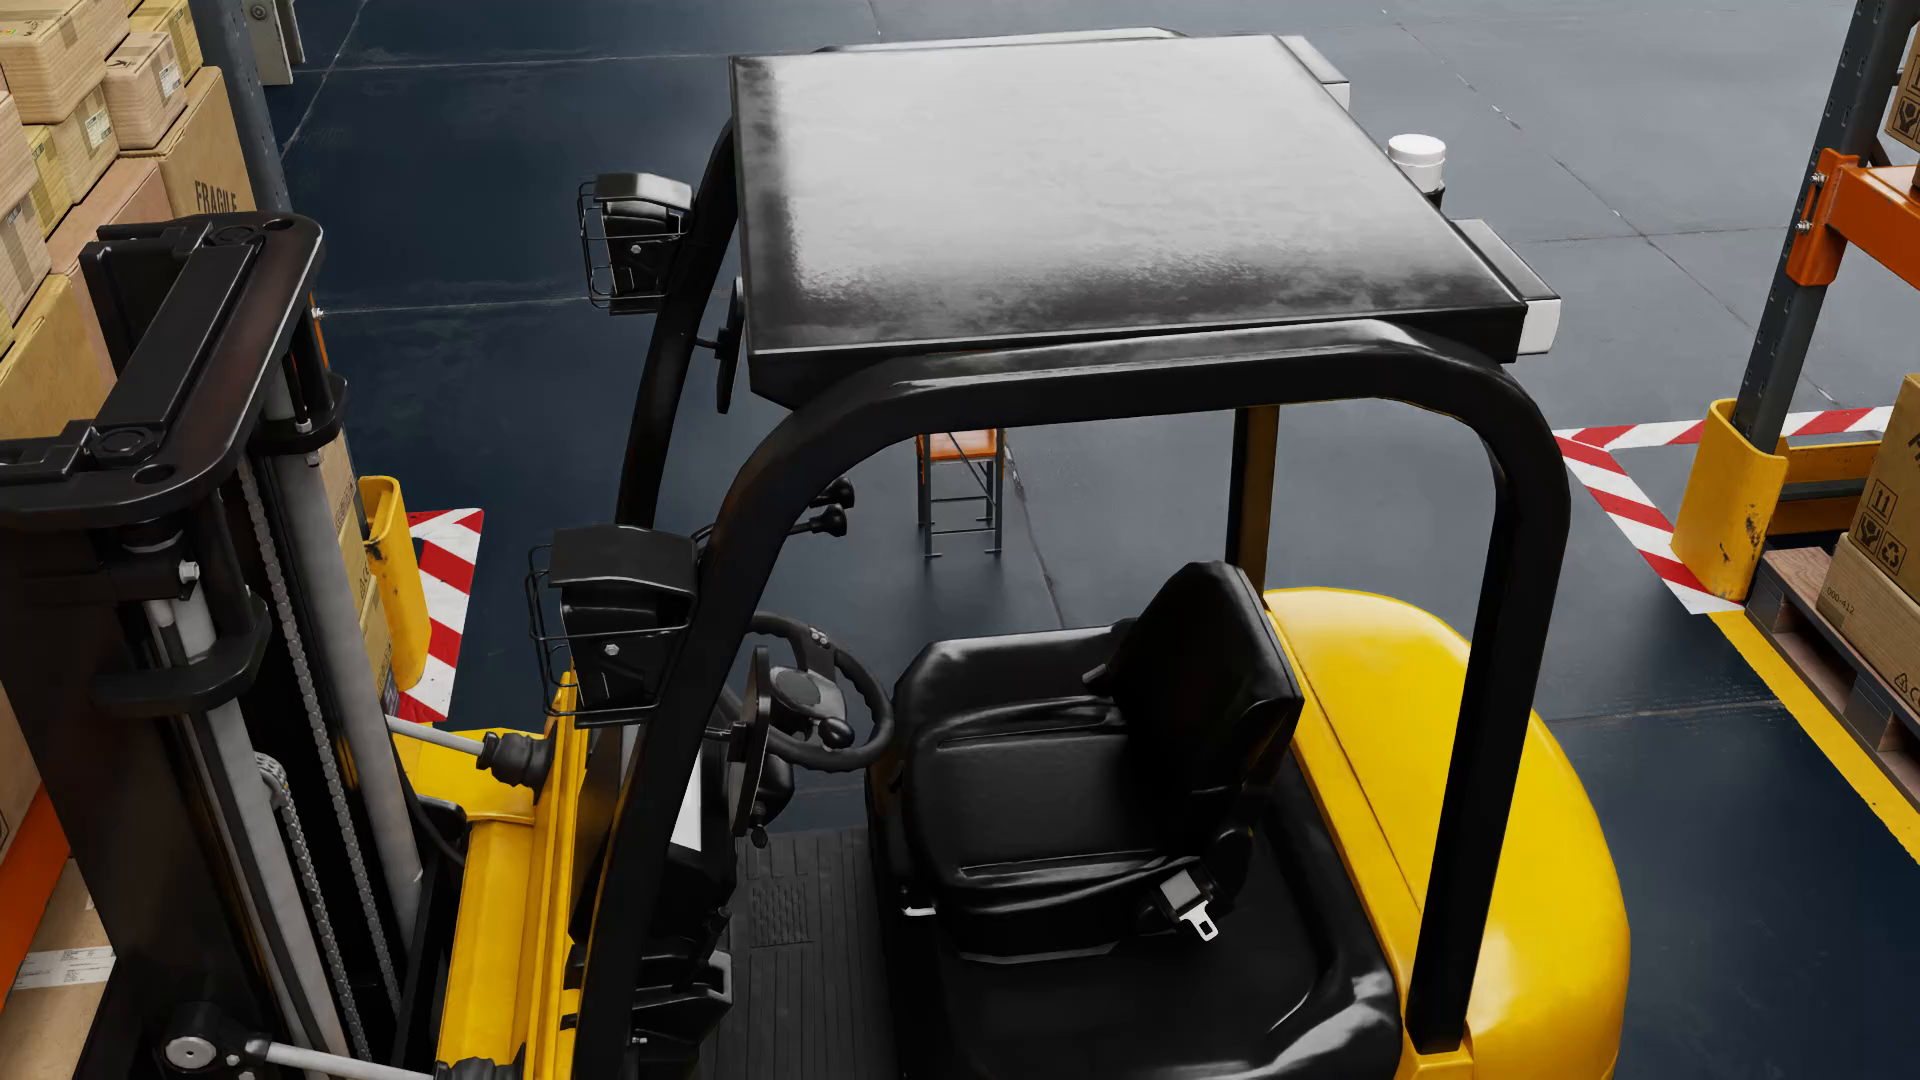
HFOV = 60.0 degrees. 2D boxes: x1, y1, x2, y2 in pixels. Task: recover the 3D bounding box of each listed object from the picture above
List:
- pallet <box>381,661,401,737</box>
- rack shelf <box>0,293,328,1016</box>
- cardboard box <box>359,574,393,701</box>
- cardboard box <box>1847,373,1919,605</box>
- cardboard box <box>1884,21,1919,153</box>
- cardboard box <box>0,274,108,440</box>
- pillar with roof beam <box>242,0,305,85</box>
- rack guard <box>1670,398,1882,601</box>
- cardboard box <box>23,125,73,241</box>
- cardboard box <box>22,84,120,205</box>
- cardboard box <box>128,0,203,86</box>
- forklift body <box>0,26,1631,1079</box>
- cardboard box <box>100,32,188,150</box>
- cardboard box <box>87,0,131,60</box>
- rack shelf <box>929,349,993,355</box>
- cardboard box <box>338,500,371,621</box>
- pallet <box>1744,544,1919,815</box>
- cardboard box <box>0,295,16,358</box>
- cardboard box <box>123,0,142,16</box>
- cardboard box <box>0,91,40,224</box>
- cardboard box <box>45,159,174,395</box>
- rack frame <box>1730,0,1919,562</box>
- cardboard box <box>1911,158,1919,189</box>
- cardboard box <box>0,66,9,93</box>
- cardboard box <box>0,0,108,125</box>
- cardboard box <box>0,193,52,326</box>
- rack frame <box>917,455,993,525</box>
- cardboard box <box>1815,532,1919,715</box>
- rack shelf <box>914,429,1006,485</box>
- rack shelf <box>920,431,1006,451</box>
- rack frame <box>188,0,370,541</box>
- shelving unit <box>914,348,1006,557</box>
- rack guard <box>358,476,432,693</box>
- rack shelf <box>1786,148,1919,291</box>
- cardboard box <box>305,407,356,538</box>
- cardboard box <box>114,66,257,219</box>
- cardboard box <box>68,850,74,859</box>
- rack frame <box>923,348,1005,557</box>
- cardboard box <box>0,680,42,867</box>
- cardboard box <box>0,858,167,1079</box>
[{"bbox_3d":[-1.962,0.720,4.006,1.003,0.211,1.213,-4,35,-6],"label":"pallet"},{"bbox_3d":[-1.837,0.557,2.407,1.077,0.370,4.000,-4,35,-6],"label":"rack shelf"},{"bbox_3d":[-1.730,0.345,4.149,0.500,0.250,0.500,-4,34,-6],"label":"cardboard box"},{"bbox_3d":[2.650,-0.097,4.131,0.500,0.500,0.500,-5,35,-8],"label":"cardboard box"},{"bbox_3d":[2.601,-1.113,3.866,0.500,0.500,0.500,-5,35,-7],"label":"cardboard box"},{"bbox_3d":[-1.650,-0.066,2.595,0.500,0.500,0.500,-5,35,-7],"label":"cardboard box"},{"bbox_3d":[0.553,-6.552,6.874,9.100,9.000,0.400,-4,35,-6],"label":"pillar with roof beam"},{"bbox_3d":[2.822,-0.159,5.039,1.175,0.500,0.348,-4,35,-6],"label":"rack guard"},{"bbox_3d":[-1.722,-0.564,2.749,0.380,0.149,0.250,-5,35,-7],"label":"cardboard box"},{"bbox_3d":[-1.744,-0.703,2.954,0.380,0.149,0.250,-4,34,-5],"label":"cardboard box"},{"bbox_3d":[-1.782,-0.993,3.379,0.380,0.149,0.250,-4,34,-6],"label":"cardboard box"},{"bbox_3d":[-0.043,0.415,2.731,2.313,2.155,1.214,-4,35,-6],"label":"forklift body"},{"bbox_3d":[-1.718,-0.853,3.173,0.380,0.149,0.250,-4,34,-6],"label":"cardboard box"},{"bbox_3d":[-1.785,-0.969,3.079,0.380,0.149,0.250,-4,35,-6],"label":"cardboard box"},{"bbox_3d":[-0.002,-0.566,4.881,0.258,0.103,0.180,-4,35,-6],"label":"rack shelf"},{"bbox_3d":[-1.731,0.148,3.994,0.500,0.250,0.500,-5,35,-7],"label":"cardboard box"},{"bbox_3d":[2.896,0.417,4.451,1.003,0.211,1.213,-4,35,-6],"label":"pallet"},{"bbox_3d":[-1.585,-0.279,2.331,0.380,0.149,0.250,-4,34,-6],"label":"cardboard box"},{"bbox_3d":[-1.849,-1.104,3.278,0.380,0.149,0.250,-4,35,-6],"label":"cardboard box"},{"bbox_3d":[-1.618,-0.544,2.455,0.380,0.149,0.250,-4,34,-5],"label":"cardboard box"},{"bbox_3d":[-1.719,-0.352,3.015,0.500,0.500,0.500,-3,34,-5],"label":"cardboard box"},{"bbox_3d":[2.812,-1.234,4.397,1.000,3.000,0.127,-4,35,-6],"label":"rack frame"},{"bbox_3d":[2.653,-0.925,4.167,0.380,0.149,0.250,-4,35,-6],"label":"cardboard box"},{"bbox_3d":[-1.763,-0.681,2.656,0.380,0.149,0.250,-4,34,-6],"label":"cardboard box"},{"bbox_3d":[-1.723,-0.825,2.868,0.380,0.149,0.250,-4,34,-5],"label":"cardboard box"},{"bbox_3d":[-1.639,-0.419,2.536,0.380,0.149,0.250,-5,35,-8],"label":"cardboard box"},{"bbox_3d":[-0.014,-0.555,4.999,0.240,1.200,0.006,-4,35,-6],"label":"rack frame"},{"bbox_3d":[2.646,0.200,4.362,0.500,0.250,0.500,-5,35,-7],"label":"cardboard box"},{"bbox_3d":[-0.002,-0.269,5.084,0.258,0.103,0.180,-4,35,-6],"label":"rack shelf"},{"bbox_3d":[-0.002,-0.368,5.017,0.258,0.103,0.180,-4,35,-6],"label":"rack shelf"},{"bbox_3d":[-2.106,-0.856,3.842,1.000,3.000,0.127,-4,35,-6],"label":"rack frame"},{"bbox_3d":[-0.002,-0.504,4.924,0.258,1.200,0.189,-4,35,-6],"label":"shelving unit"},{"bbox_3d":[-2.109,0.164,4.566,1.175,0.500,0.348,-4,35,-6],"label":"rack guard"},{"bbox_3d":[3.081,0.179,2.962,1.077,0.370,4.000,-4,35,-6],"label":"rack shelf"},{"bbox_3d":[-1.735,-0.073,3.874,0.500,0.250,0.500,-3,34,-5],"label":"cardboard box"},{"bbox_3d":[-1.780,-0.643,3.440,0.500,0.500,0.500,-5,35,-7],"label":"cardboard box"},{"bbox_3d":[-1.583,0.492,3.045,0.500,0.250,0.500,-4,34,-6],"label":"cardboard box"},{"bbox_3d":[0.010,-0.453,4.849,0.240,1.200,0.006,-4,35,-6],"label":"rack frame"},{"bbox_3d":[-1.571,0.213,2.185,0.500,0.500,0.500,-4,34,-6],"label":"cardboard box"},{"bbox_3d":[-1.522,0.776,2.629,0.500,0.250,0.500,-5,35,-7],"label":"cardboard box"}]
